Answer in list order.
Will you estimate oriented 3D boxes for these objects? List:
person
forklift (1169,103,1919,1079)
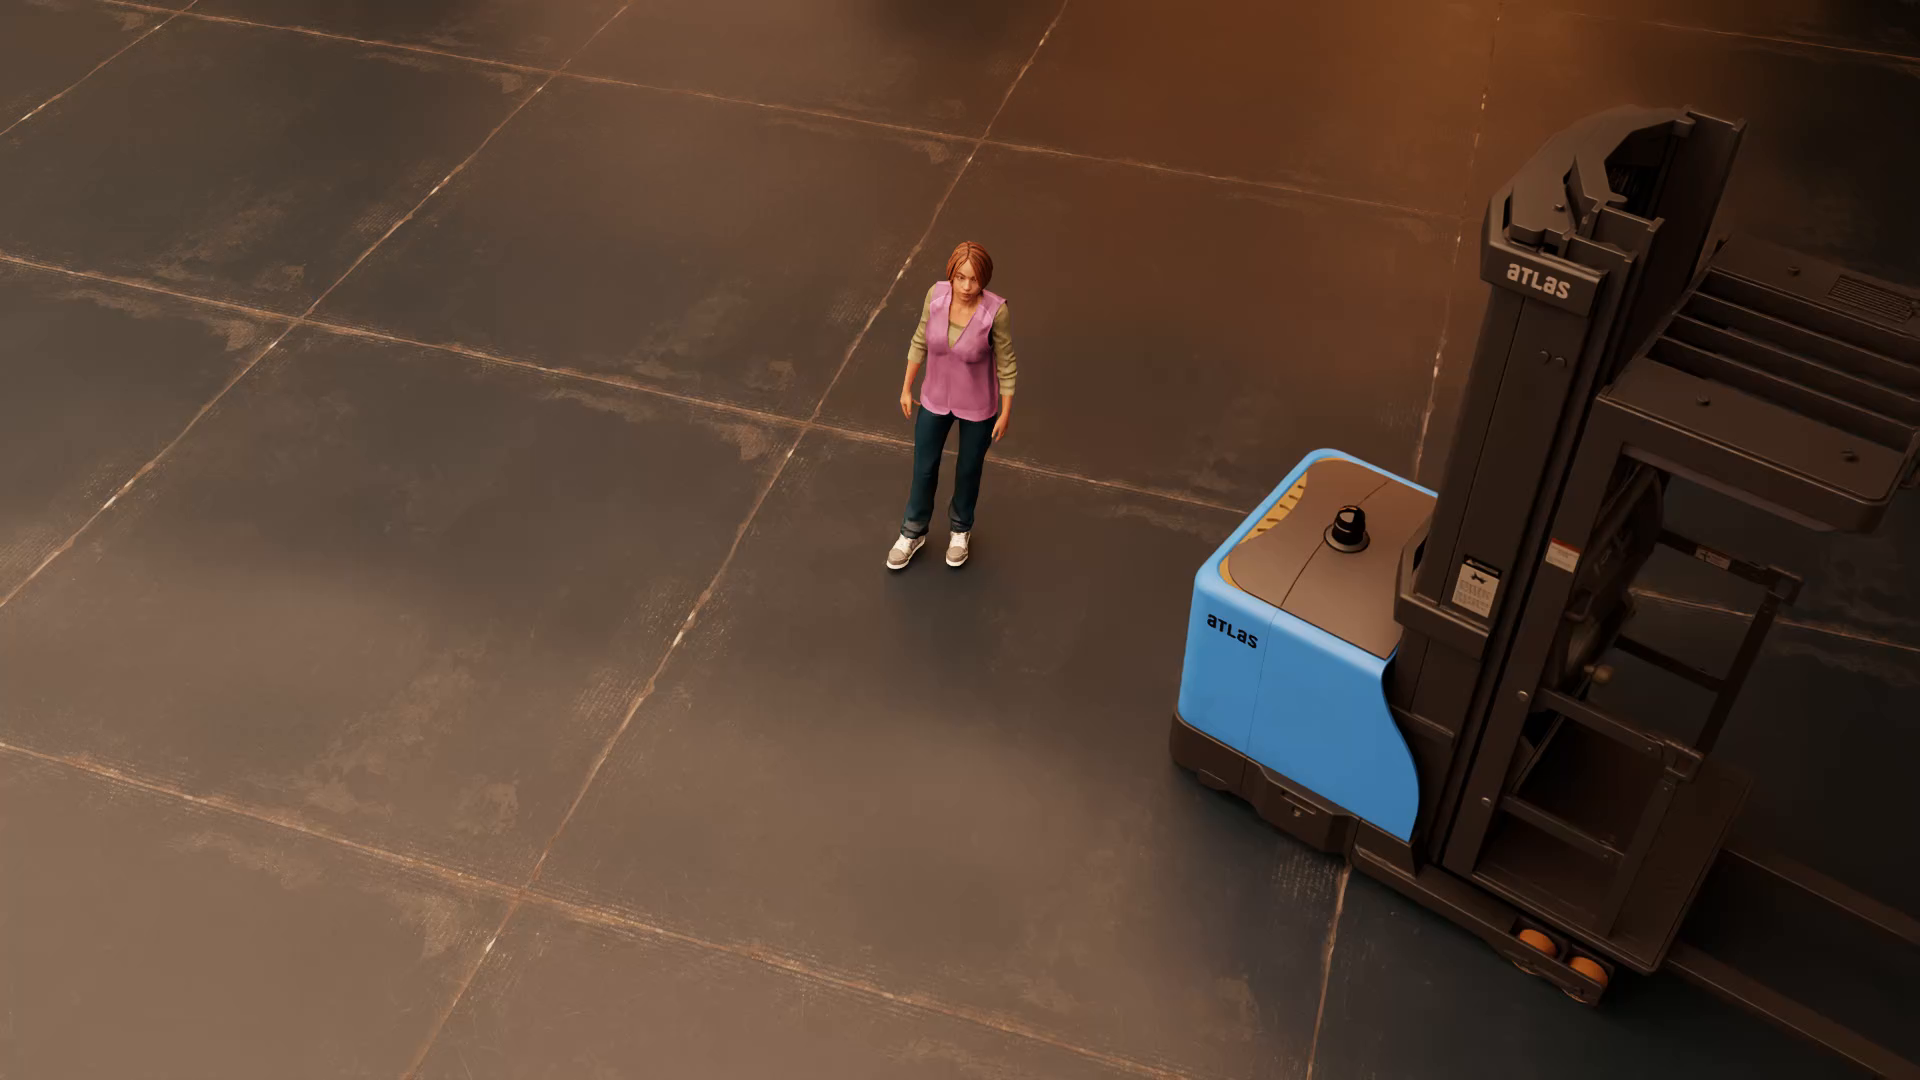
[{"bbox_3d":[-0.036,-0.544,7.243,0.521,1.599,0.473,12,44,13],"label":"person"},{"bbox_3d":[2.336,0.189,5.485,3.031,2.935,1.130,27,49,26],"label":"forklift"}]
